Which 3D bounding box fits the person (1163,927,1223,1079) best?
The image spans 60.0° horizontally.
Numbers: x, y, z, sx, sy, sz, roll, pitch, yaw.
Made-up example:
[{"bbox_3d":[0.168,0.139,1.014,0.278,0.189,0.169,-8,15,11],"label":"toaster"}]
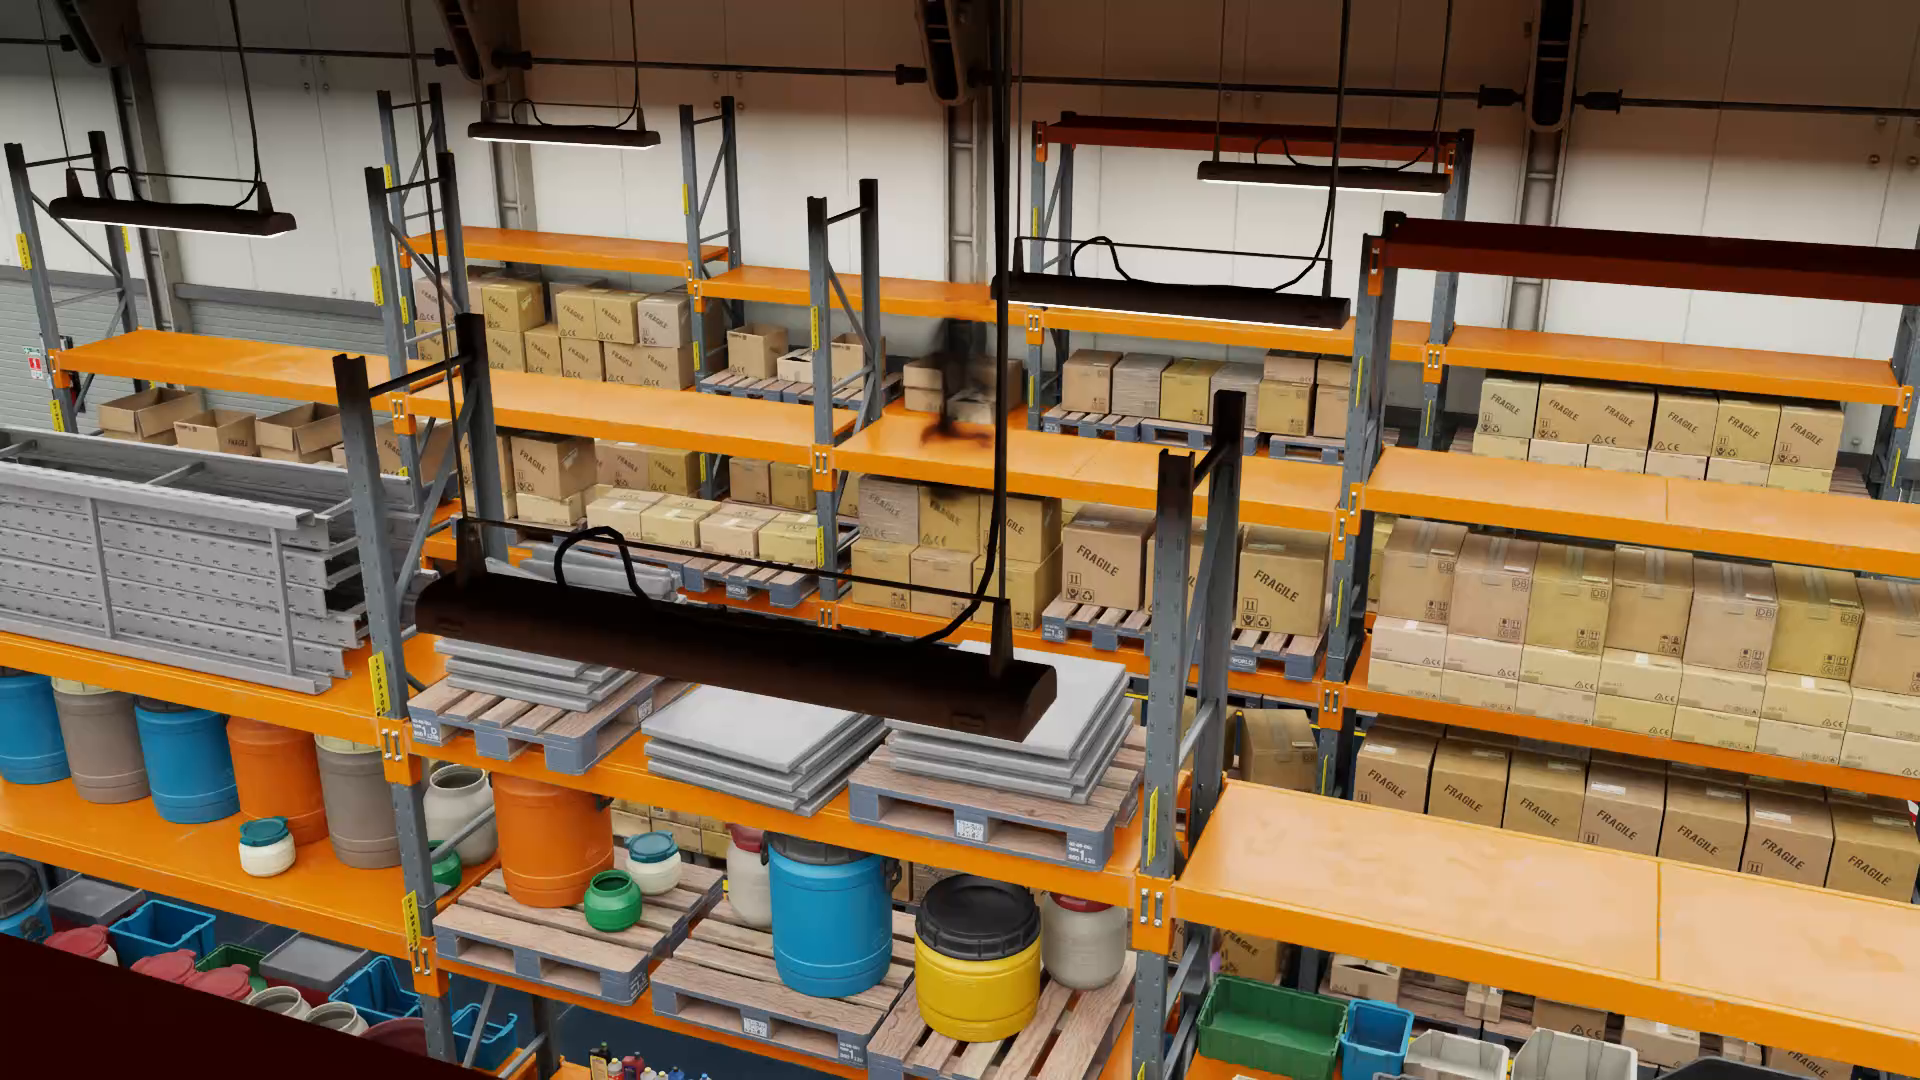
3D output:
[{"bbox_3d":[1.611,3.319,11.428,0.636,1.551,0.511,9,22,21],"label":"person"}]
